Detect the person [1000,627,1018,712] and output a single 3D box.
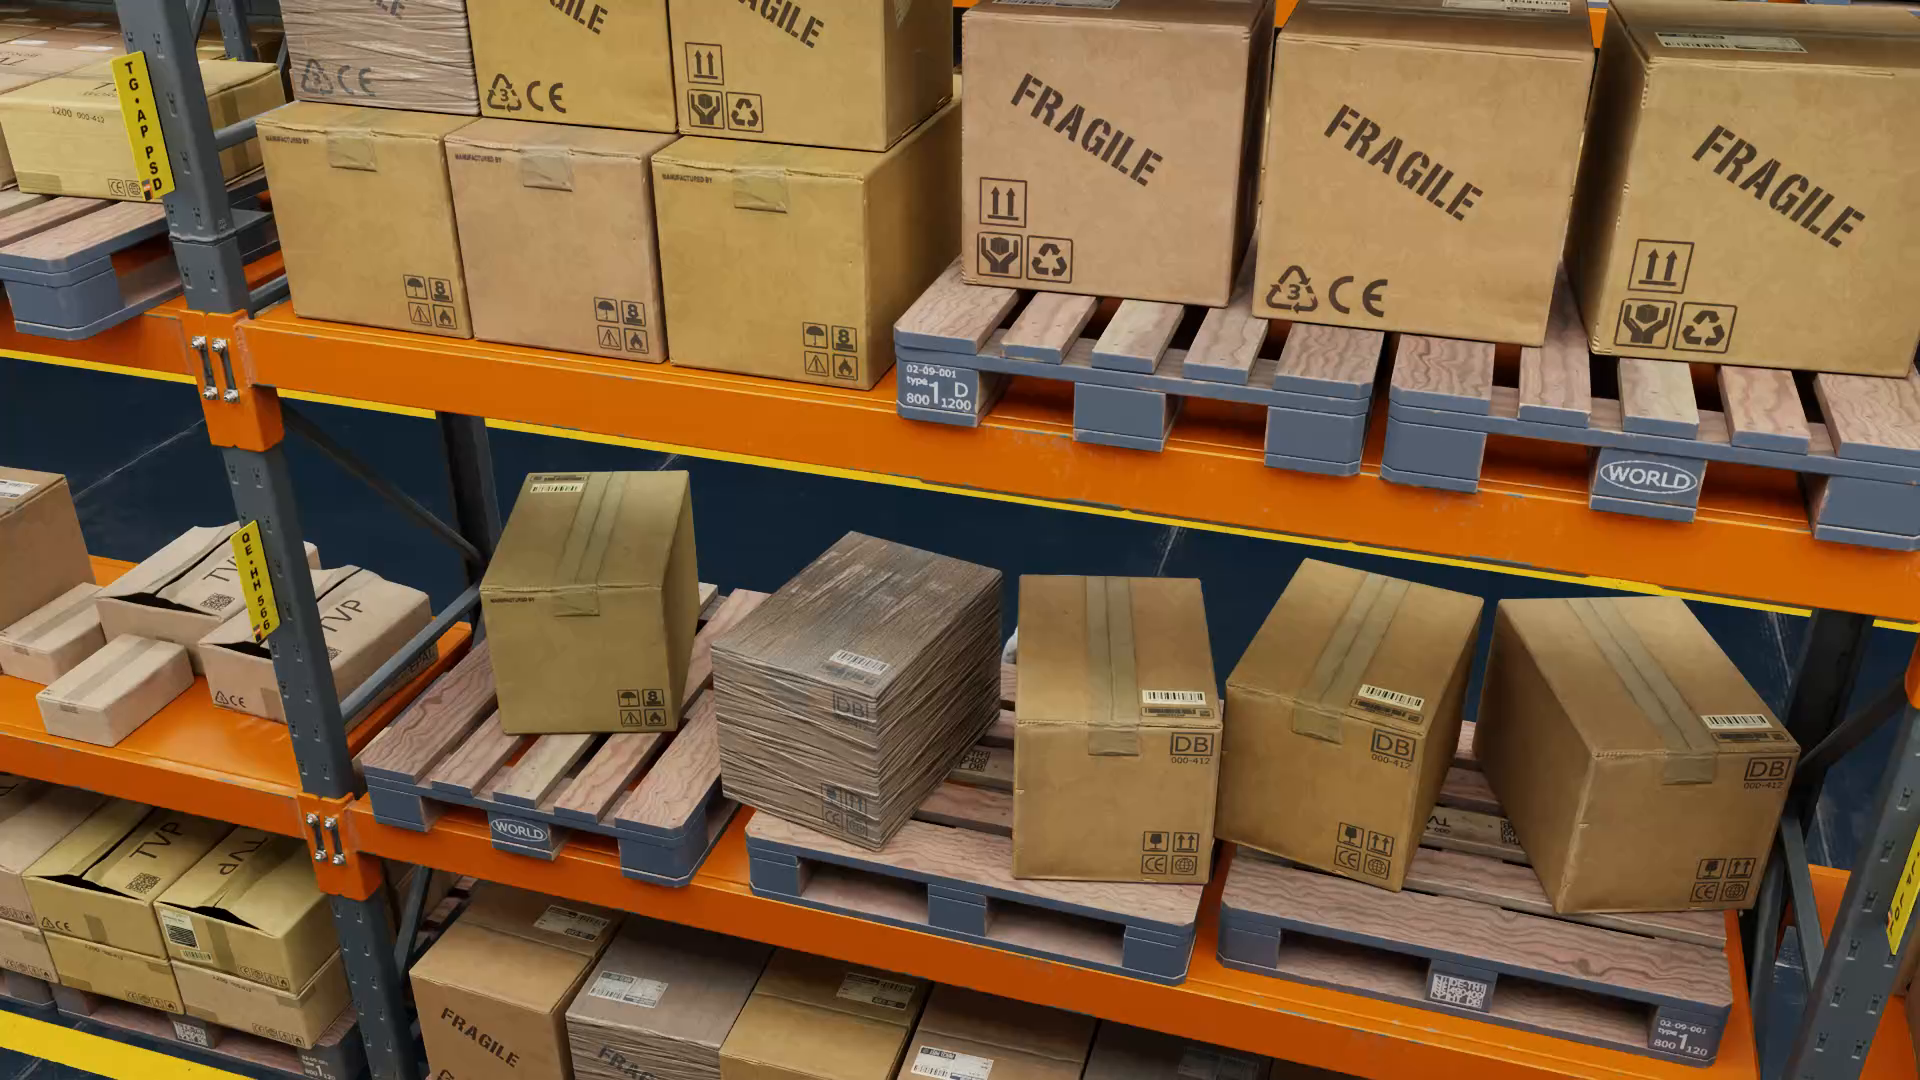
[{"bbox_3d":[0.409,0.631,6.760,0.534,1.010,0.862,9,30,15],"label":"person"}]
